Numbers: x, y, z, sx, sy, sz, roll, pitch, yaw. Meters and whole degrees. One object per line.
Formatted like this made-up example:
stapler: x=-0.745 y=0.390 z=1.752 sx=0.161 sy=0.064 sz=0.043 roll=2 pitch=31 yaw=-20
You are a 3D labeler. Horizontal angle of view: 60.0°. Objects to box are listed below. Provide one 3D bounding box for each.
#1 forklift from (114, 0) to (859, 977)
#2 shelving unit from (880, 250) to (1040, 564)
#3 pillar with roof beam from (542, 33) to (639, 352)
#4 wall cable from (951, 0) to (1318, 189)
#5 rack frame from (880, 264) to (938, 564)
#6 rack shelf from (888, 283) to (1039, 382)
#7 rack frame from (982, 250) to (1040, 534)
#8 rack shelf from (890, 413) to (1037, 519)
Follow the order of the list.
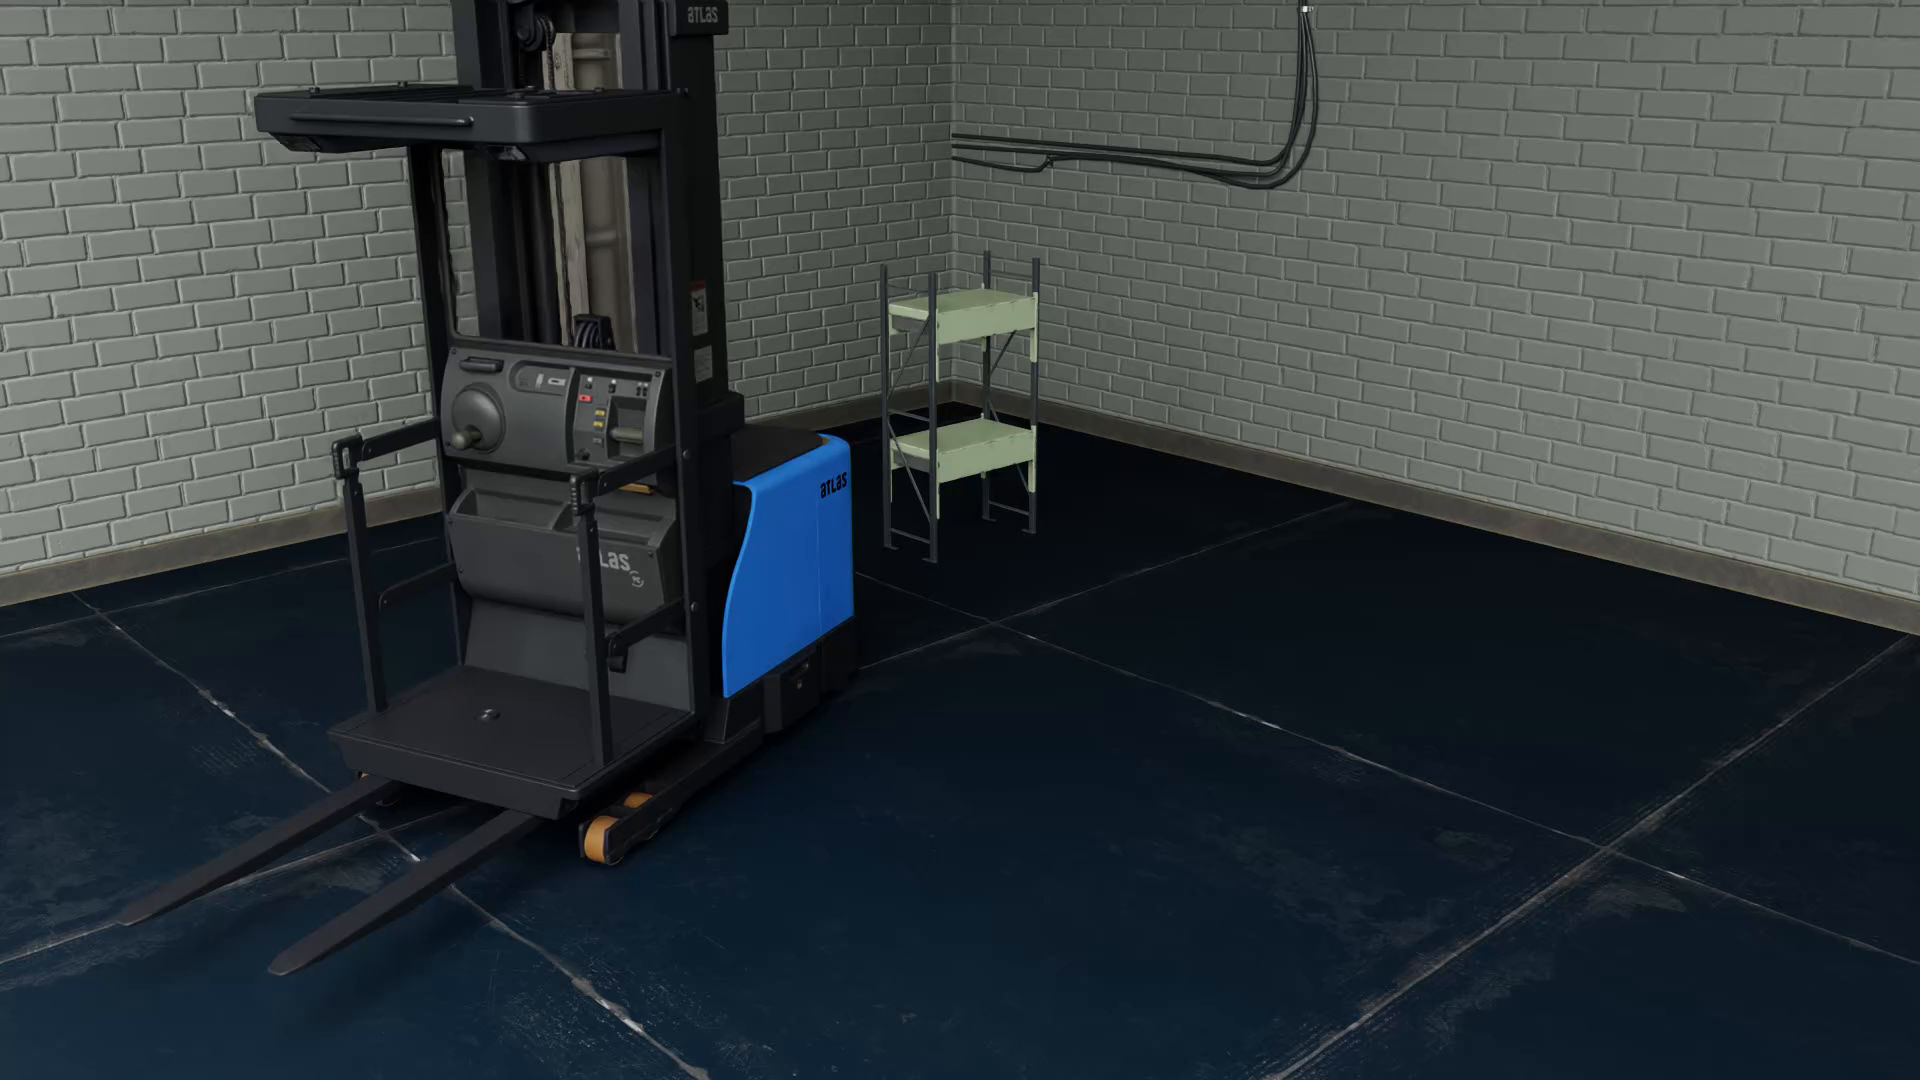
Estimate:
forklift: x=-1.518 y=-0.451 z=5.624 sx=1.130 sy=2.935 sz=3.031 roll=8 pitch=20 yaw=24
shelving unit: x=0.005 y=-0.715 z=8.758 sx=0.755 sy=1.500 sz=0.431 roll=-16 pitch=24 yaw=-41
pillar with roof beam: x=0.835 y=-3.670 z=5.714 sx=0.400 sy=9.000 sz=9.100 roll=-16 pitch=24 yaw=-41
wall cable: x=0.926 y=-3.486 z=10.180 sx=0.112 sy=2.526 sz=3.097 roll=-16 pitch=24 yaw=-41
rack frame: x=-0.261 y=-0.637 z=8.519 sx=0.023 sy=1.500 sz=0.400 roll=-16 pitch=24 yaw=-41
rack shelf: x=0.005 y=-1.086 z=8.637 sx=0.720 sy=0.370 sz=0.431 roll=-16 pitch=24 yaw=-41
rack frame: x=0.271 y=-0.792 z=8.997 sx=0.023 sy=1.500 sz=0.400 roll=-16 pitch=24 yaw=-41
rack shelf: x=0.005 y=-0.405 z=8.858 sx=0.720 sy=0.370 sz=0.431 roll=-16 pitch=24 yaw=-41
